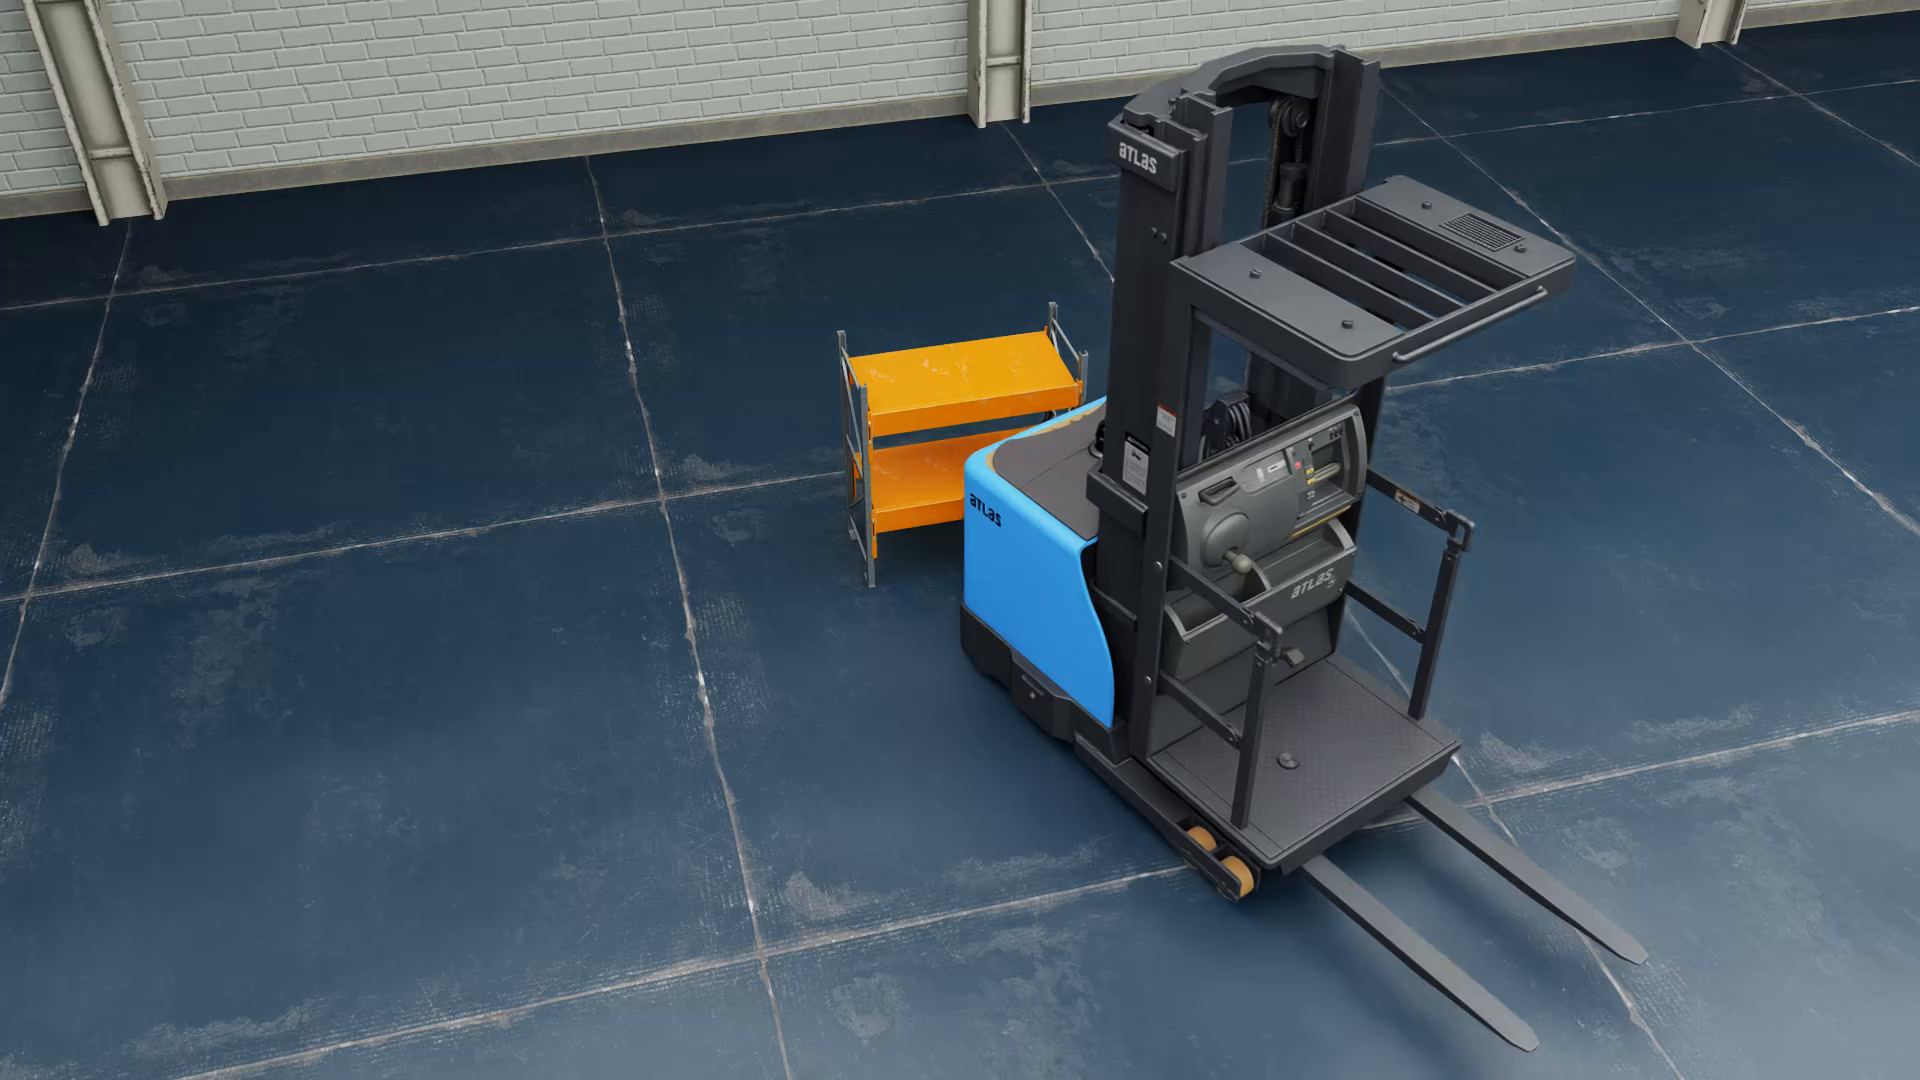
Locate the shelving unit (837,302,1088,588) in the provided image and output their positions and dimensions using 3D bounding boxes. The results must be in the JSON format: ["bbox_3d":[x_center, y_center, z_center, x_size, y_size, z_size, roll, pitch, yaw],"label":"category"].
[{"bbox_3d":[0.007,-0.448,7.889,1.048,1.125,0.538,-9,38,-12],"label":"shelving unit"}]

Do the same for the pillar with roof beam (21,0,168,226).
[{"bbox_3d":[-4.385,-3.236,5.053,0.400,9.000,9.100,-9,38,-12],"label":"pillar with roof beam"}]

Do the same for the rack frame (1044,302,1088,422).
[{"bbox_3d":[0.497,-0.528,7.994,0.032,1.125,0.500,-9,38,-12],"label":"rack frame"}]

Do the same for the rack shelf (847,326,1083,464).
[{"bbox_3d":[0.007,-0.680,7.711,1.000,0.278,0.538,-9,38,-12],"label":"rack shelf"}]

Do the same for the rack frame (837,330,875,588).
[{"bbox_3d":[-0.484,-0.367,7.784,0.032,1.125,0.500,-9,38,-12],"label":"rack frame"}]

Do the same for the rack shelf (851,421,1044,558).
[{"bbox_3d":[0.007,-0.254,8.038,1.000,0.278,0.538,-9,38,-12],"label":"rack shelf"}]

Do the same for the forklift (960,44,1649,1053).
[{"bbox_3d":[1.283,-0.118,5.971,1.130,2.935,3.031,-24,44,-28],"label":"forklift"}]

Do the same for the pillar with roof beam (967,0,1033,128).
[{"bbox_3d":[1.408,-4.186,6.295,0.400,9.000,9.100,-9,38,-12],"label":"pillar with roof beam"}]

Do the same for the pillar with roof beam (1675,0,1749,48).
[{"bbox_3d":[7.200,-5.136,7.538,0.400,9.000,9.100,-9,38,-12],"label":"pillar with roof beam"}]
